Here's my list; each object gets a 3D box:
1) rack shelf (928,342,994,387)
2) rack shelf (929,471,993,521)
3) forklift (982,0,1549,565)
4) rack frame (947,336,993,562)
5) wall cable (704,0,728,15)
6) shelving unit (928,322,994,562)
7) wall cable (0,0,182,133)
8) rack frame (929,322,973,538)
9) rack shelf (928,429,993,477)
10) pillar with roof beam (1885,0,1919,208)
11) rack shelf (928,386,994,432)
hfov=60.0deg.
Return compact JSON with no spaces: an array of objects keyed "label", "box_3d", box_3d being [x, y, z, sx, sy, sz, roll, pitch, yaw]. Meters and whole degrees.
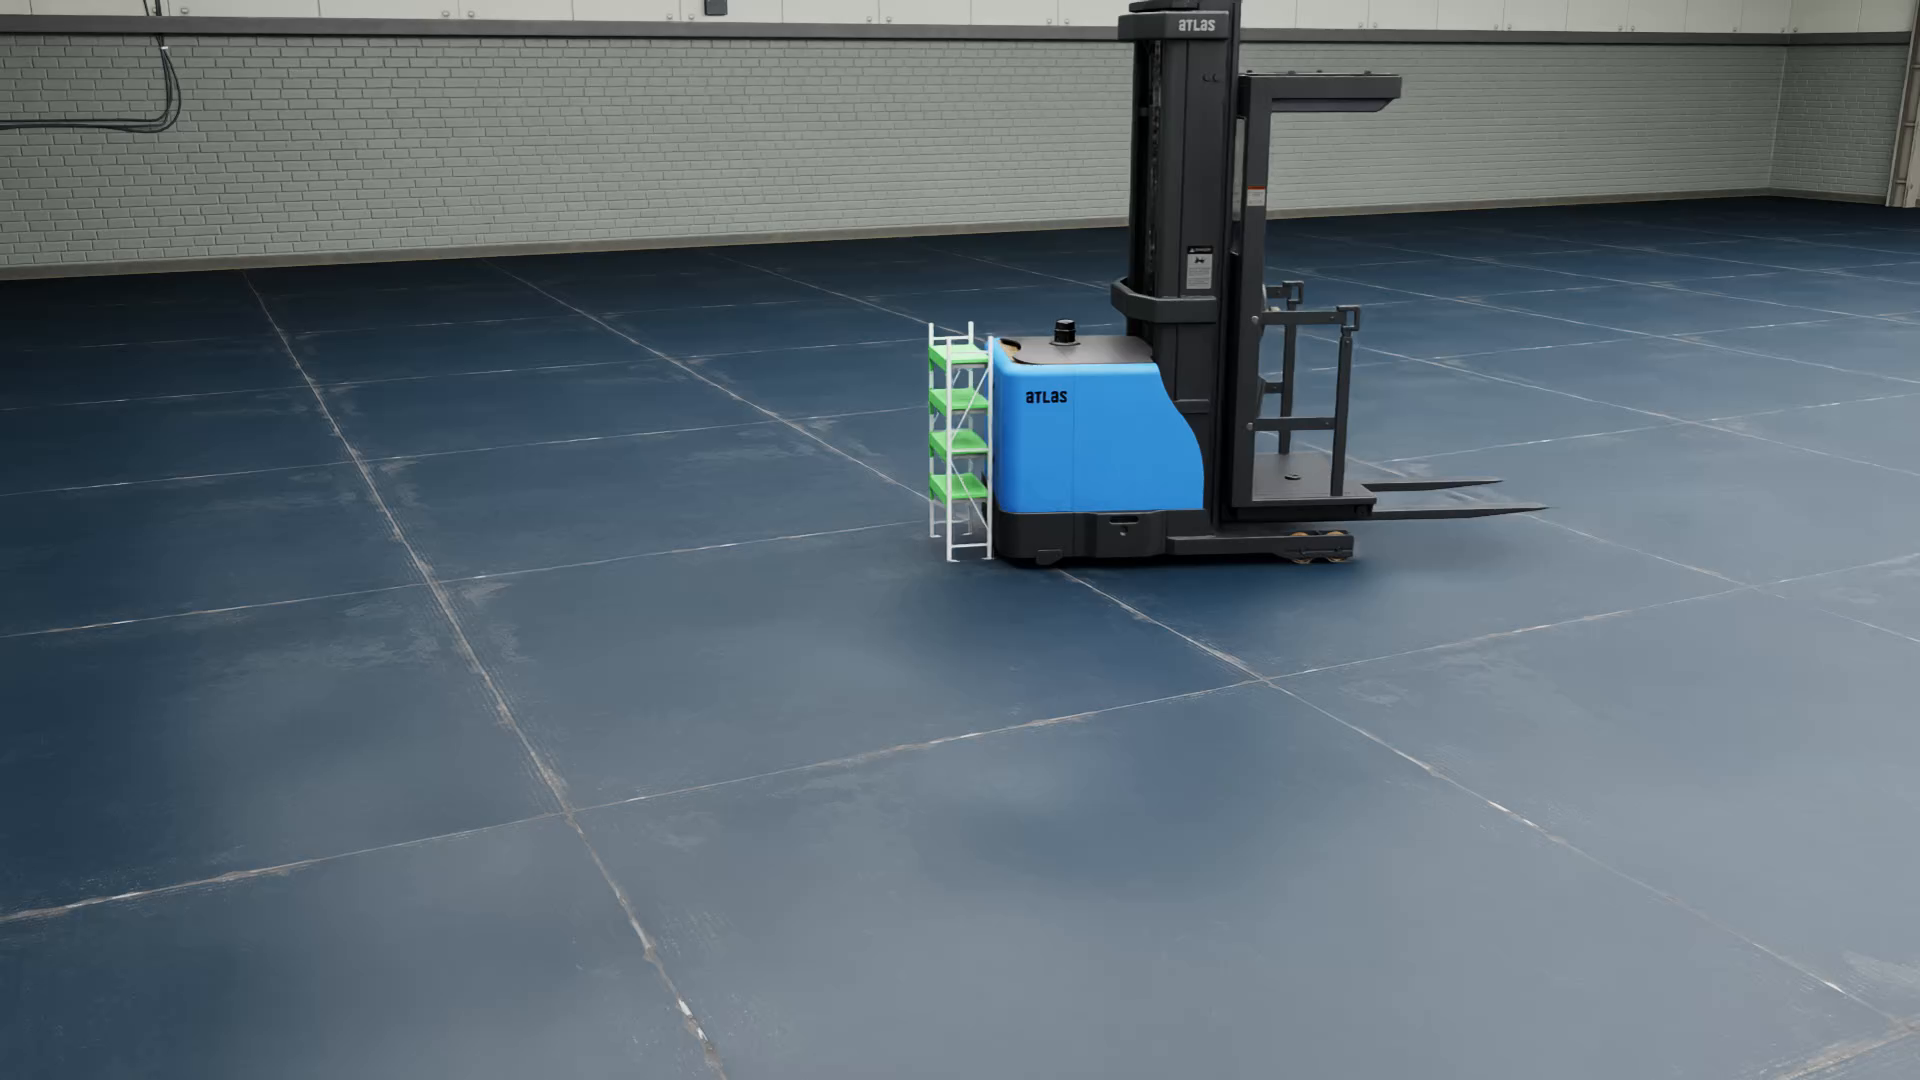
[{"label":"rack shelf","box_3d":[0.001,-0.933,8.819,0.258,0.148,0.480,-3,16,-11]},{"label":"rack shelf","box_3d":[0.001,-0.241,9.017,0.258,0.148,0.480,-3,16,-11]},{"label":"forklift","box_3d":[1.672,-1.425,8.903,3.031,2.935,1.130,-1,16,-5]},{"label":"rack frame","box_3d":[0.050,-0.467,8.704,0.240,1.200,0.015,-3,16,-11]},{"label":"wall cable","box_3d":[-2.502,-10.348,22.832,2.305,6.003,0.169,-8,18,-25]},{"label":"shelving unit","box_3d":[0.001,-0.533,8.934,0.258,1.200,0.503,-3,16,-11]},{"label":"wall cable","box_3d":[-11.043,-6.078,19.745,3.097,2.526,0.112,-8,18,-25]},{"label":"rack frame","box_3d":[-0.049,-0.599,9.163,0.240,1.200,0.015,-3,16,-11]},{"label":"rack shelf","box_3d":[0.001,-0.472,8.951,0.258,0.148,0.480,-3,16,-11]},{"label":"pillar with roof beam","box_3d":[13.506,-9.966,27.666,9.100,9.000,0.400,-8,18,-25]},{"label":"rack shelf","box_3d":[0.001,-0.703,8.885,0.258,0.148,0.480,-3,16,-11]}]
